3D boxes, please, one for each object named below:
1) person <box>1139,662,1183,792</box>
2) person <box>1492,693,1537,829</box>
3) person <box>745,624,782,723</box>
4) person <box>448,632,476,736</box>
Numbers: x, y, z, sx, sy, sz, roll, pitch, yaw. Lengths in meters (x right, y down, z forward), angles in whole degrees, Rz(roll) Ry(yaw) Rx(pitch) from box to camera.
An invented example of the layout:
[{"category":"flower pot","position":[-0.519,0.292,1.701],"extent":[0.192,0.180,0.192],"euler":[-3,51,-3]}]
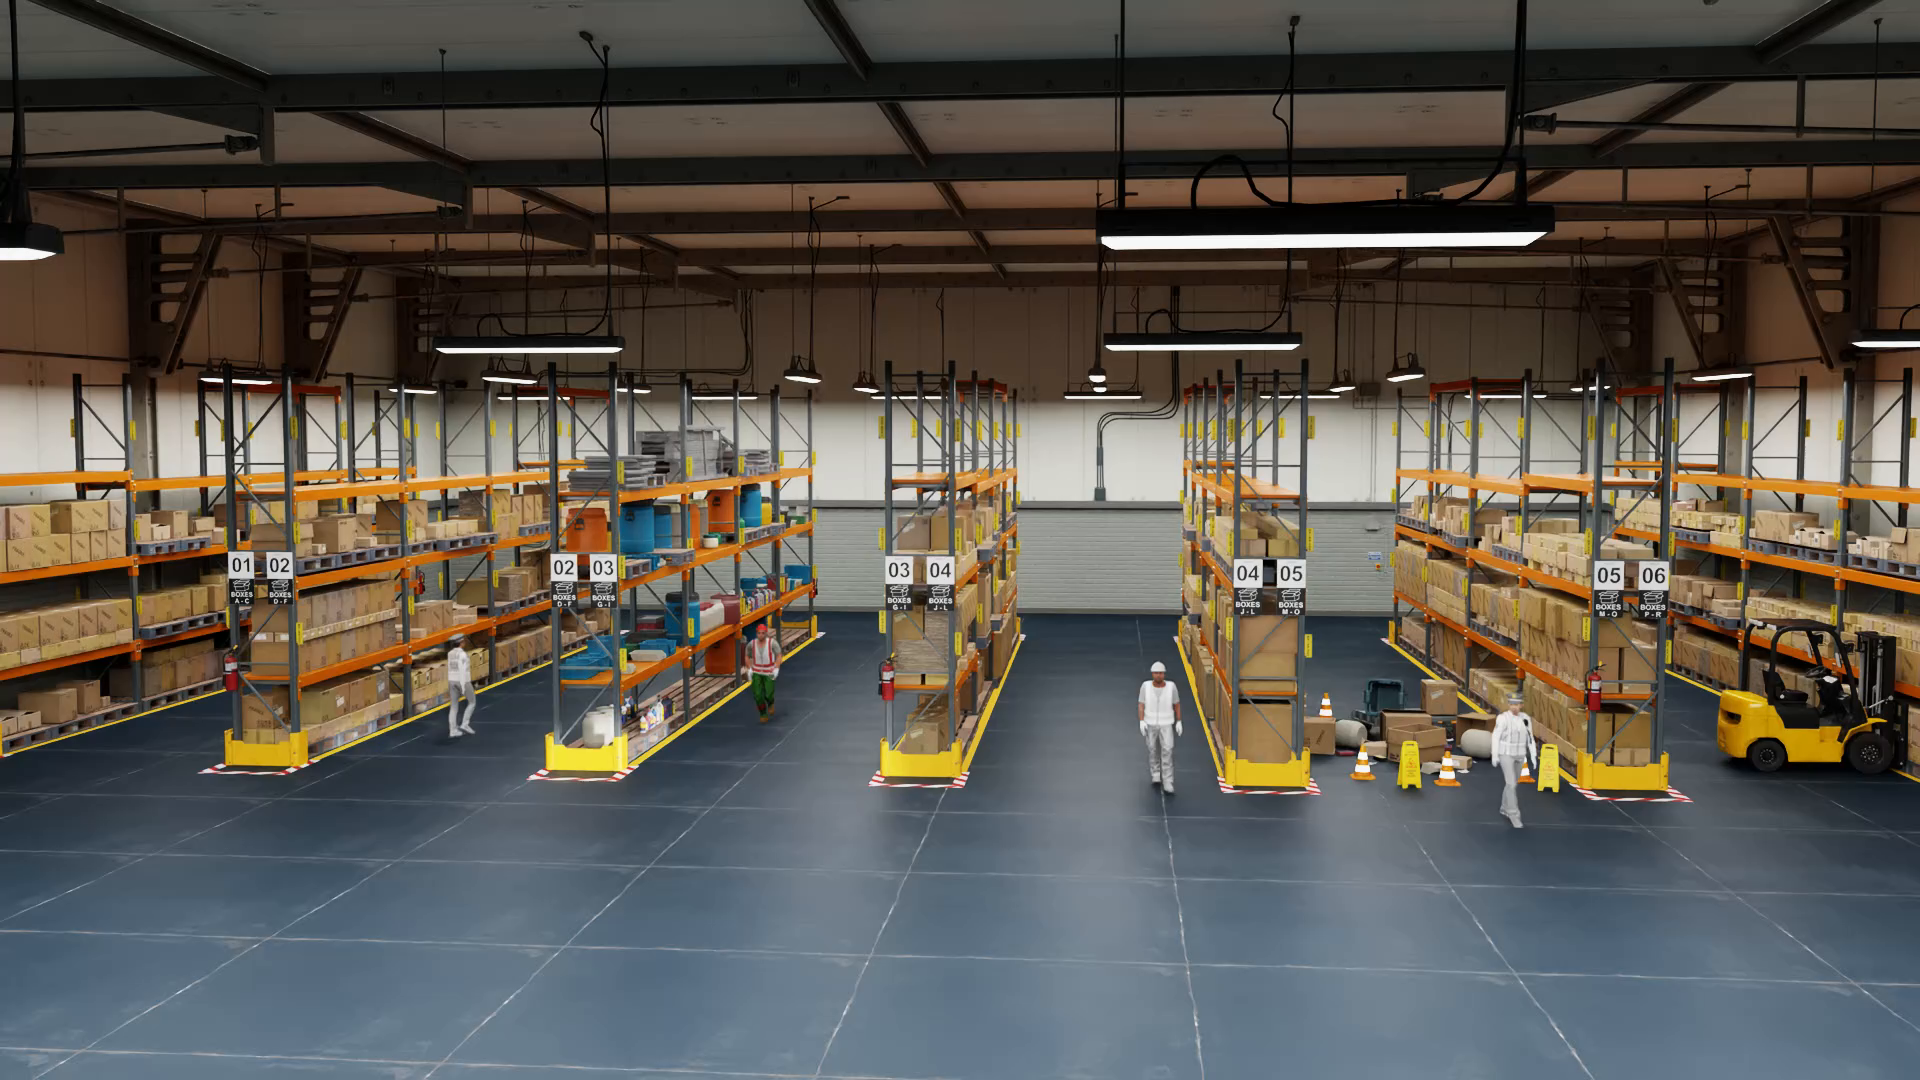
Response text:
[{"category":"person","position":[2.784,2.574,23.210],"extent":[0.605,1.737,0.925],"euler":[1,4,13]},{"category":"person","position":[7.067,2.799,21.216],"extent":[0.511,1.731,0.666],"euler":[-1,4,-13]},{"category":"person","position":[-3.373,2.275,28.583],"extent":[0.635,1.714,0.699],"euler":[0,4,5]},{"category":"person","position":[-8.229,2.364,27.253],"extent":[0.494,1.680,0.500],"euler":[1,4,17]}]
